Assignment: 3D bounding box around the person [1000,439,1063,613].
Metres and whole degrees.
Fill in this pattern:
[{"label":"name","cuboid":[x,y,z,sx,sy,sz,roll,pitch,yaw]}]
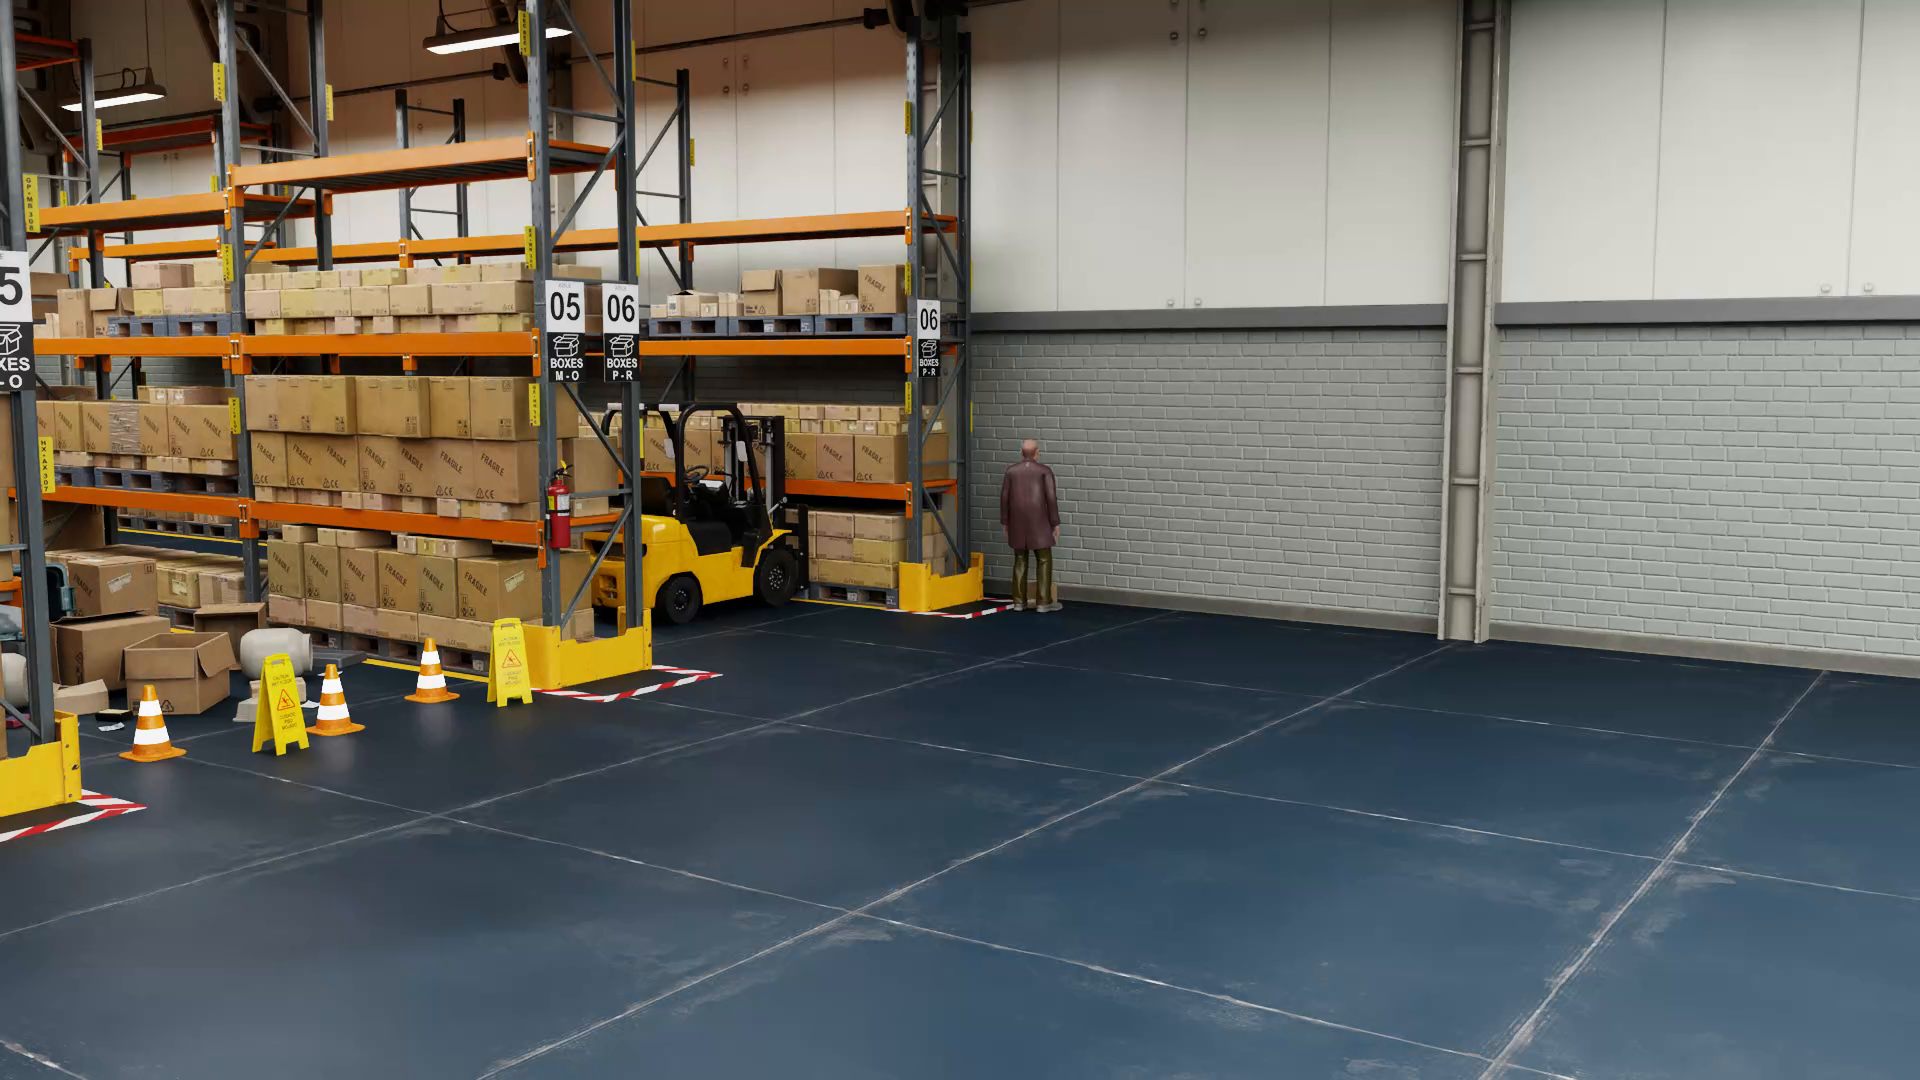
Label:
[{"label":"person","cuboid":[0.726,-0.152,17.172,0.652,1.773,0.429,3,7,23]}]
